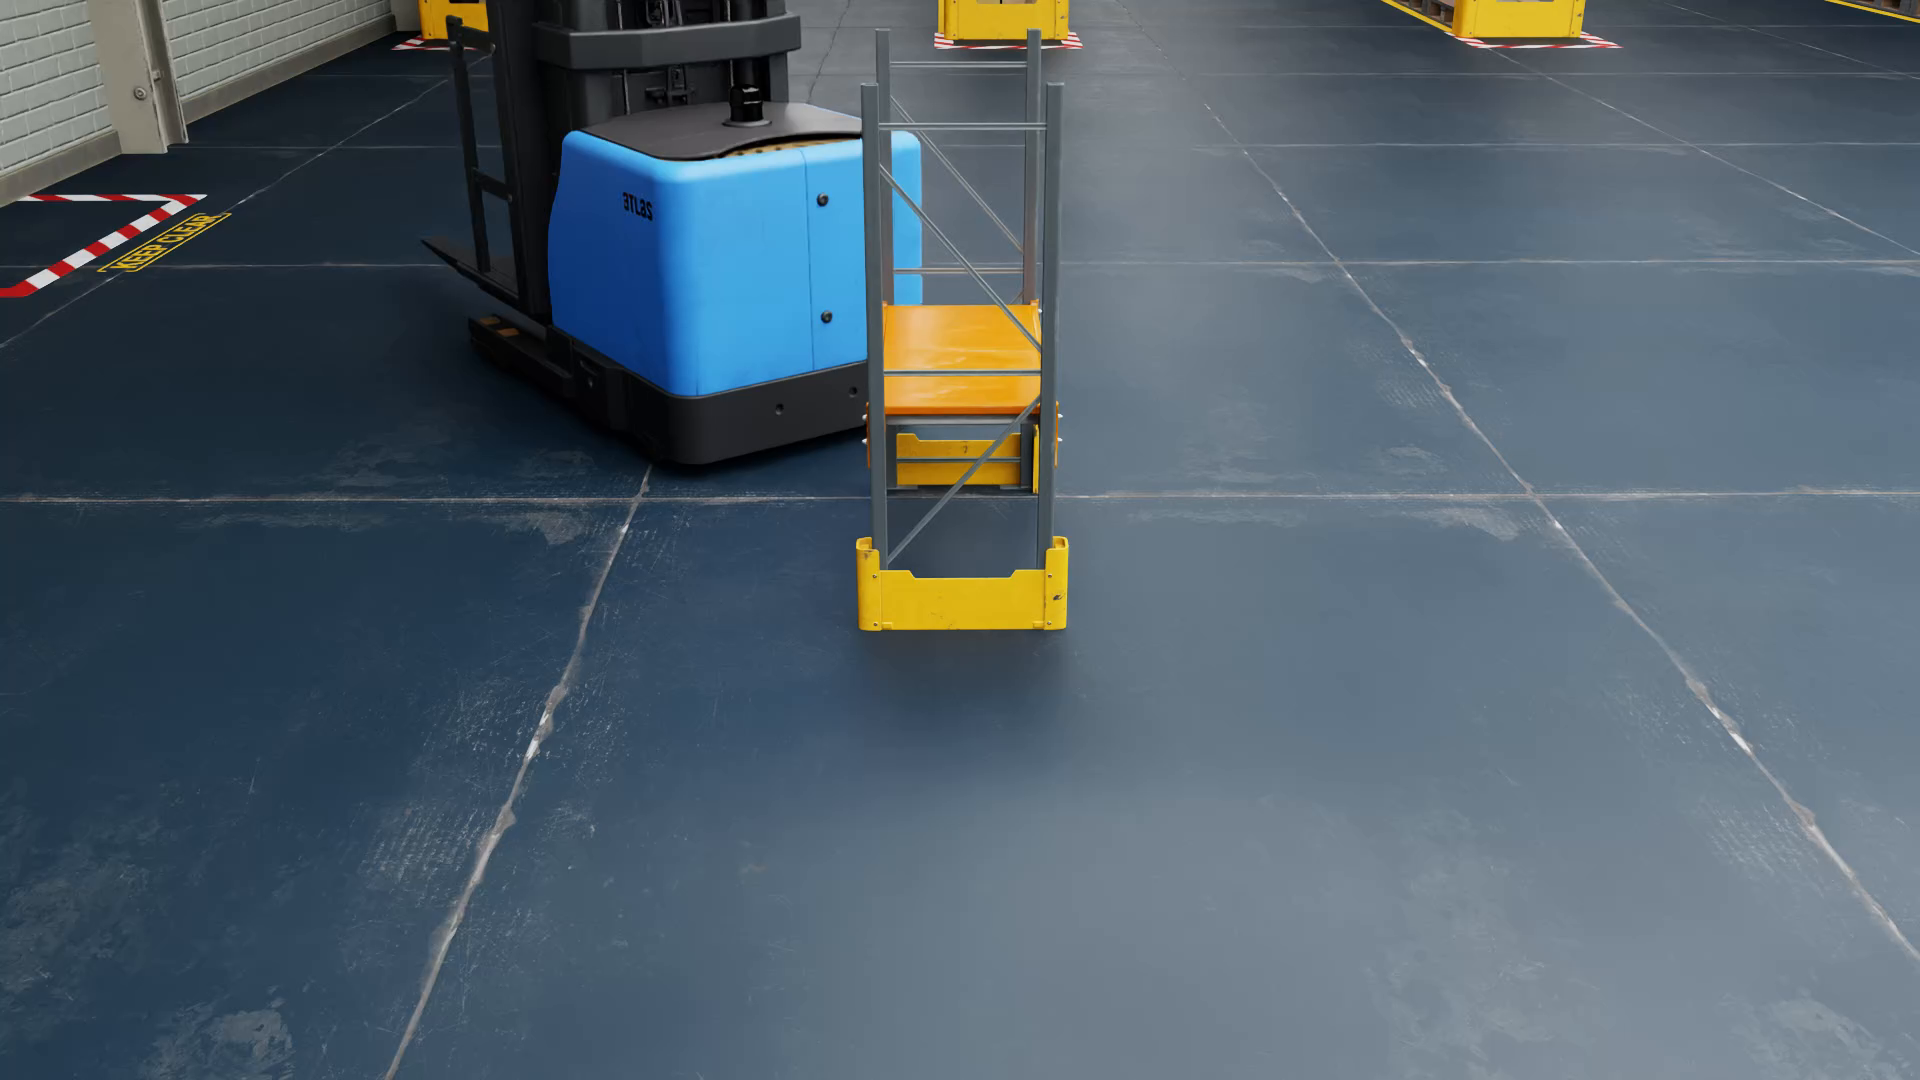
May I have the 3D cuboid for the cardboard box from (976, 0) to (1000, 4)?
[{"bbox_3d":[0.133,-5.329,16.219,0.500,0.250,0.500,0,24,-1],"label":"cardboard box"}]

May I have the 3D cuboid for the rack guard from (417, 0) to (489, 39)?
[{"bbox_3d":[-4.520,-5.039,15.785,1.175,0.500,0.348,0,24,-1],"label":"rack guard"}]

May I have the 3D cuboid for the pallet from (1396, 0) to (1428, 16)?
[{"bbox_3d":[5.326,-5.788,17.791,1.003,0.211,1.213,0,24,-1],"label":"pallet"}]

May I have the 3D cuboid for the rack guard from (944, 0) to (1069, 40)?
[{"bbox_3d":[0.434,-5.022,15.746,1.175,0.500,0.348,0,24,-1],"label":"rack guard"}]

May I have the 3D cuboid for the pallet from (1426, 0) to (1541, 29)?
[{"bbox_3d":[5.336,-5.287,16.683,1.003,0.211,1.213,0,24,-1],"label":"pallet"}]

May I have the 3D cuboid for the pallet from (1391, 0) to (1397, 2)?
[{"bbox_3d":[5.309,-6.292,18.906,1.003,0.211,1.213,0,24,-1],"label":"pallet"}]

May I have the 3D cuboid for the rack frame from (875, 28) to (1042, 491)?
[{"bbox_3d":[-0.005,-0.858,5.326,0.500,1.500,0.032,0,24,-1],"label":"rack frame"}]

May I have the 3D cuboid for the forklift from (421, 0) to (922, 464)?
[{"bbox_3d":[-1.391,-2.140,6.425,1.130,2.935,3.031,-17,29,-32],"label":"forklift"}]

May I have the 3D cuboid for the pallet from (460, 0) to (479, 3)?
[{"bbox_3d":[-4.493,-5.242,16.585,1.003,0.211,1.213,0,24,-1],"label":"pallet"}]

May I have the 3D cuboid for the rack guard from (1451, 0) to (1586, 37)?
[{"bbox_3d":[5.339,-5.083,15.883,1.175,0.500,0.348,0,24,-1],"label":"rack guard"}]

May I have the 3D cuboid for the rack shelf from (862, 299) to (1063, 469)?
[{"bbox_3d":[0.001,-0.484,4.937,0.538,0.185,1.000,0,24,-1],"label":"rack shelf"}]

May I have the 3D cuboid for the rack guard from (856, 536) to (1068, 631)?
[{"bbox_3d":[0.006,0.123,4.675,0.587,0.250,0.087,0,24,-1],"label":"rack guard"}]

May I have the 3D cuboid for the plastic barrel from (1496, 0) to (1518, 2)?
[{"bbox_3d":[5.304,-5.520,16.324,0.421,0.512,0.421,0,24,0],"label":"plastic barrel"}]

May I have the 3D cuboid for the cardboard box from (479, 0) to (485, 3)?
[{"bbox_3d":[-4.437,-5.408,16.295,0.500,0.311,0.500,-3,25,-7],"label":"cardboard box"}]

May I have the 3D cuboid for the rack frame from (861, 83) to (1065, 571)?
[{"bbox_3d":[0.006,-0.439,4.400,0.500,1.500,0.032,0,24,-1],"label":"rack frame"}]

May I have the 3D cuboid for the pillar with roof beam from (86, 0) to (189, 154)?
[{"bbox_3d":[-1.022,-6.712,9.170,9.100,9.000,0.400,0,24,-1],"label":"pillar with roof beam"}]

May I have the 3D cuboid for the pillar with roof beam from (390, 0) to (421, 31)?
[{"bbox_3d":[-1.087,-9.184,14.636,9.100,9.000,0.400,0,24,-1],"label":"pillar with roof beam"}]

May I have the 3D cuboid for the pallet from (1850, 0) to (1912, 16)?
[{"bbox_3d":[10.355,-5.811,17.841,1.003,0.211,1.213,0,24,-1],"label":"pallet"}]

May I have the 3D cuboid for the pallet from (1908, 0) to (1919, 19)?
[{"bbox_3d":[10.366,-5.309,16.733,1.003,0.211,1.213,0,24,-1],"label":"pallet"}]

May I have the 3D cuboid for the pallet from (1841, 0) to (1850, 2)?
[{"bbox_3d":[10.339,-6.315,18.956,1.003,0.211,1.213,0,24,-1],"label":"pallet"}]

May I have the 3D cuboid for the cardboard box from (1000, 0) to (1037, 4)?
[{"bbox_3d":[0.651,-5.331,16.224,0.500,0.250,0.500,0,24,-1],"label":"cardboard box"}]

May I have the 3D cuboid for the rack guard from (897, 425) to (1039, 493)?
[{"bbox_3d":[-0.005,-0.288,5.583,0.587,0.250,0.087,0,24,-1],"label":"rack guard"}]

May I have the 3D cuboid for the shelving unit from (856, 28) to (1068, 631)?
[{"bbox_3d":[0.001,-0.652,4.871,0.587,1.500,1.083,0,24,-1],"label":"shelving unit"}]
